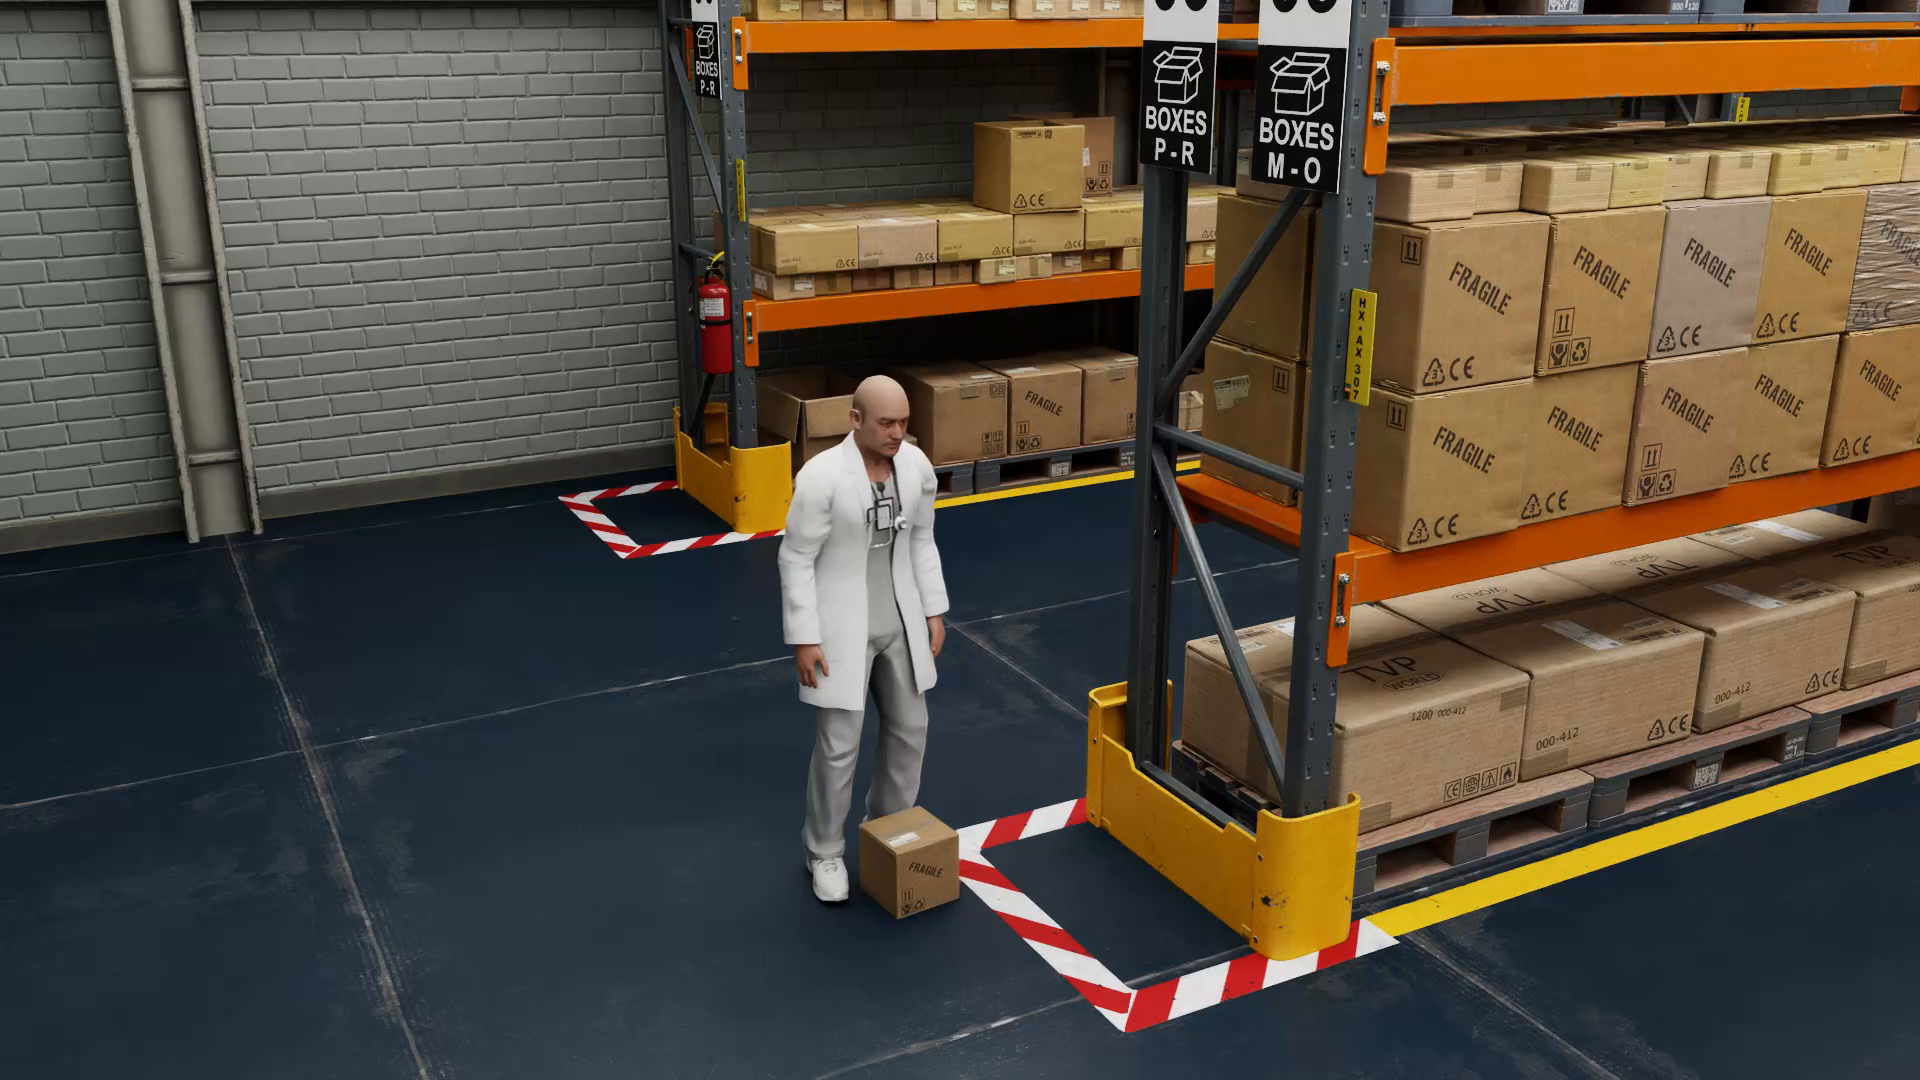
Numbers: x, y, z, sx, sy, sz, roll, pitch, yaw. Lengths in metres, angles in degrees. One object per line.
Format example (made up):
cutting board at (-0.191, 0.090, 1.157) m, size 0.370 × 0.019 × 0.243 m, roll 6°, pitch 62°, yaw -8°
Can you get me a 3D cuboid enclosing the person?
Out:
person at (-0.306, 0.308, 5.648) m, size 0.644 × 1.772 × 0.429 m, roll -12°, pitch 22°, yaw -33°
